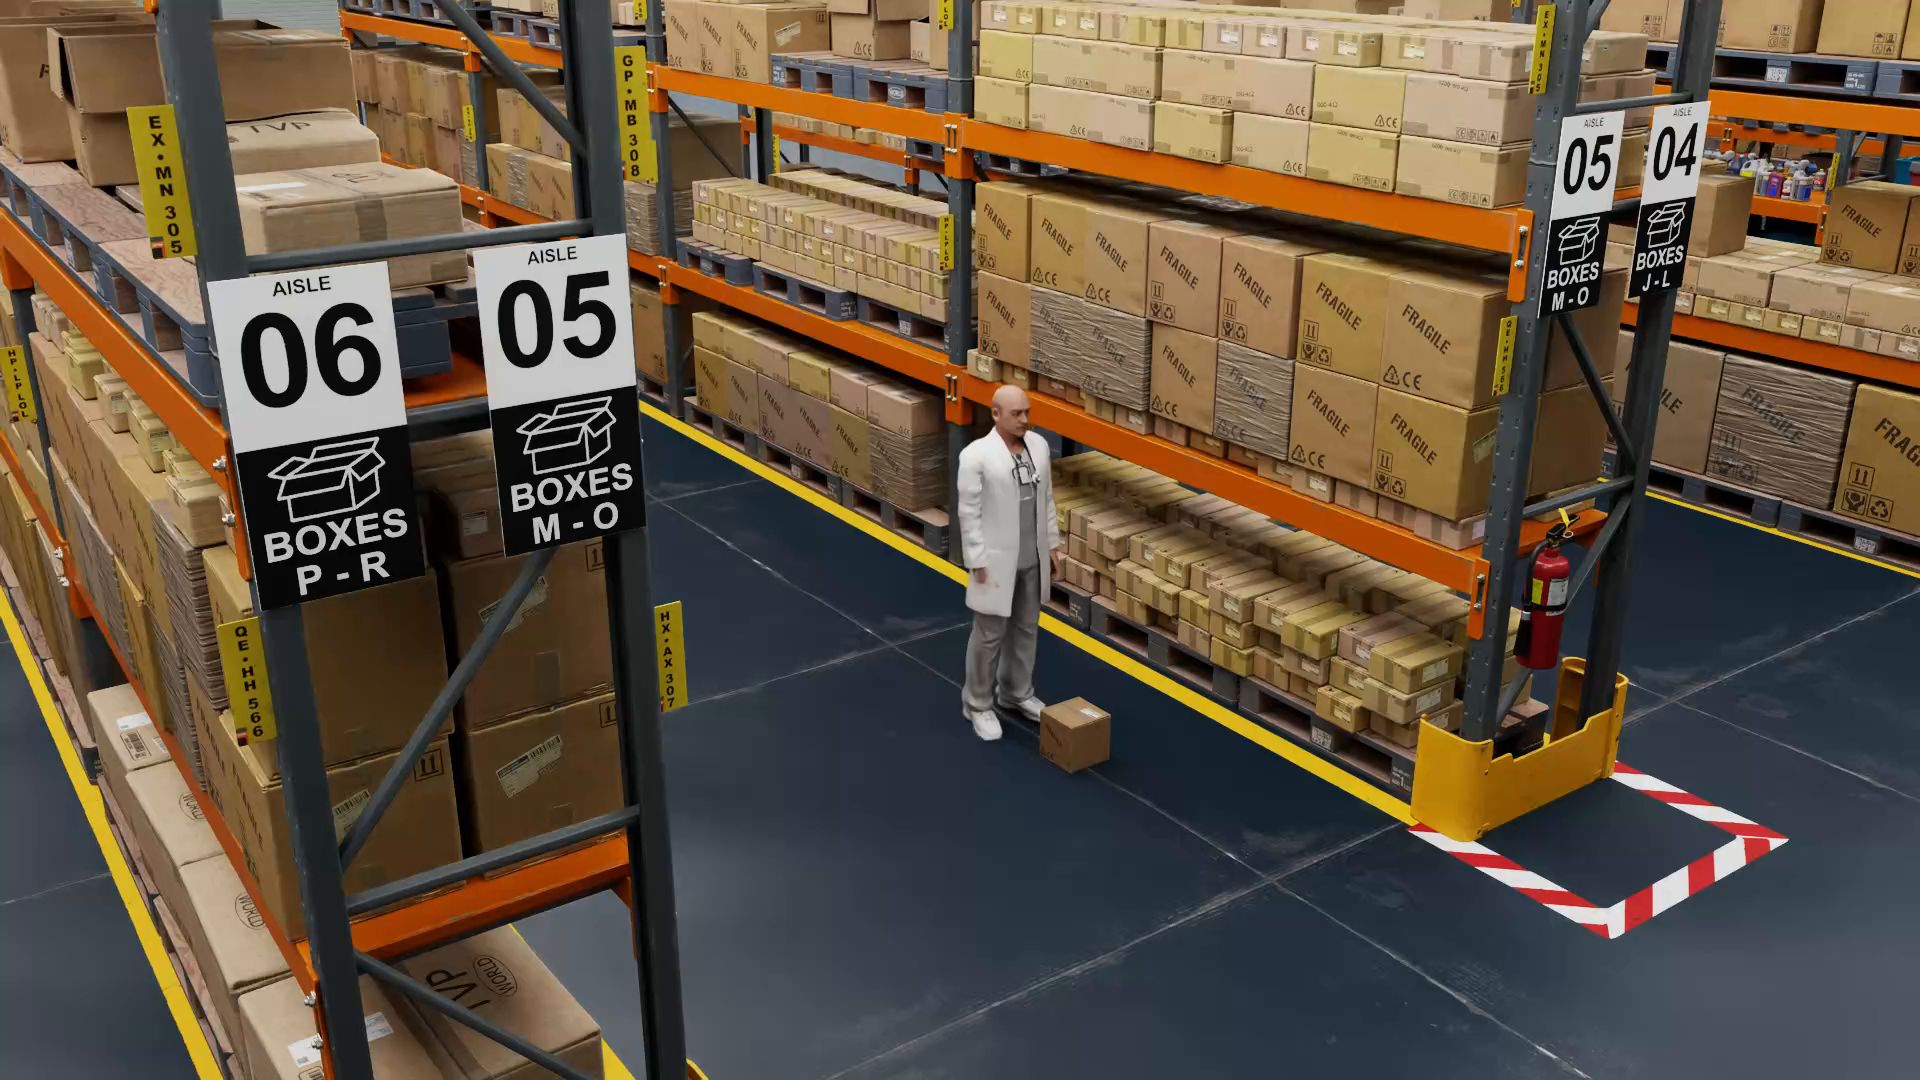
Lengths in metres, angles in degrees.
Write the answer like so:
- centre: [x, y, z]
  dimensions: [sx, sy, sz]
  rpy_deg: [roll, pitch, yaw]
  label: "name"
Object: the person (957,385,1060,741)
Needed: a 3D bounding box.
- centre: [0.267, 0.098, 8.352]
  dimensions: [0.578, 1.789, 0.385]
  rpy_deg: [-15, 25, -33]
  label: "person"
